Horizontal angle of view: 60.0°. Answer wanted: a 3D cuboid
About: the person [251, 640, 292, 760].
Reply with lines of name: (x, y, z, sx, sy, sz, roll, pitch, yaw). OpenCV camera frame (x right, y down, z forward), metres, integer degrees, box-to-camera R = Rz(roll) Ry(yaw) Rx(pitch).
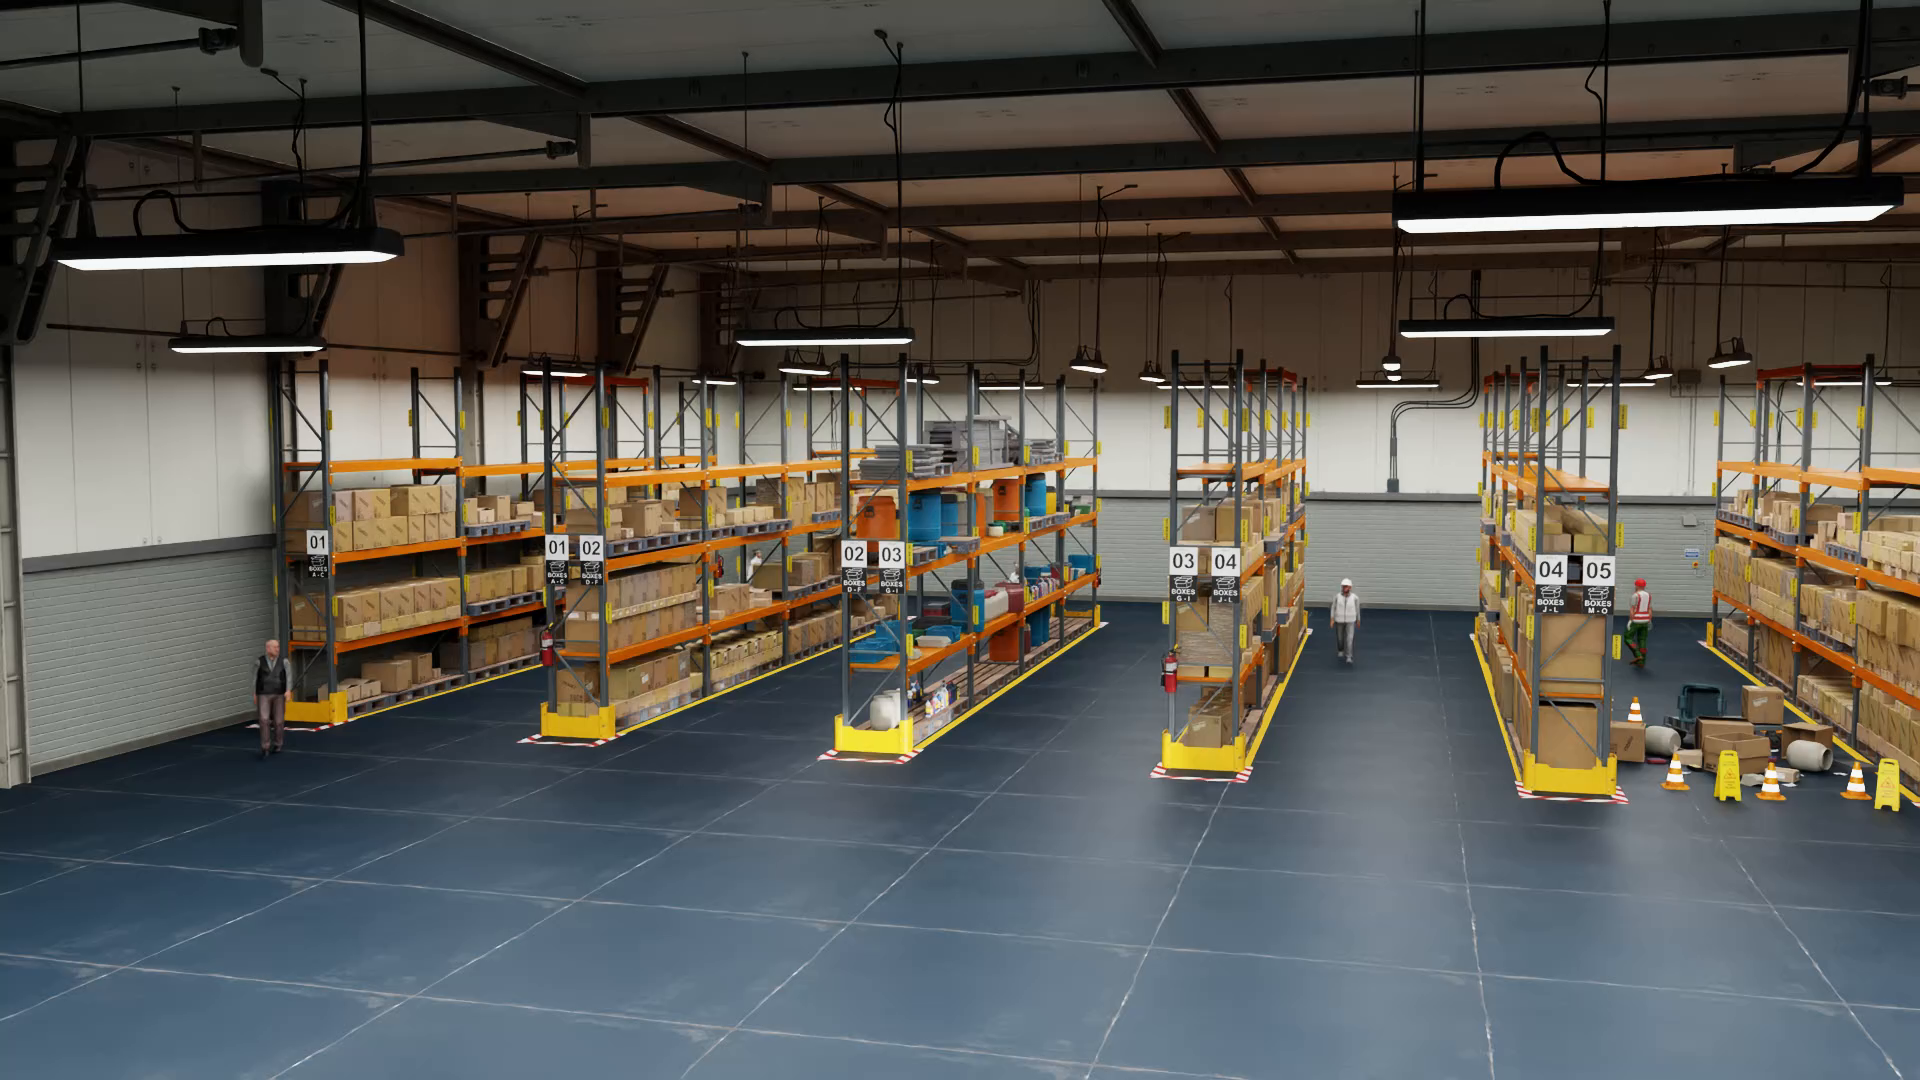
person: (-10.265, 2.377, 24.881, 0.566, 1.726, 0.746, -2, 5, -28)

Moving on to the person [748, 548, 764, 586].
person: (-5.338, 0.997, 44.053, 1.007, 1.609, 0.451, 0, 4, 4)

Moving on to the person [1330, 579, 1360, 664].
person: (7.976, 1.664, 34.404, 0.615, 1.721, 1.065, 1, 4, 12)

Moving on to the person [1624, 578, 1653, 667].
person: (13.837, 1.681, 33.807, 0.598, 1.791, 0.485, -1, 4, -20)

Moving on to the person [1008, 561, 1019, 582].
person: (1.371, 1.344, 38.754, 0.535, 1.707, 1.089, 4, 6, 44)
